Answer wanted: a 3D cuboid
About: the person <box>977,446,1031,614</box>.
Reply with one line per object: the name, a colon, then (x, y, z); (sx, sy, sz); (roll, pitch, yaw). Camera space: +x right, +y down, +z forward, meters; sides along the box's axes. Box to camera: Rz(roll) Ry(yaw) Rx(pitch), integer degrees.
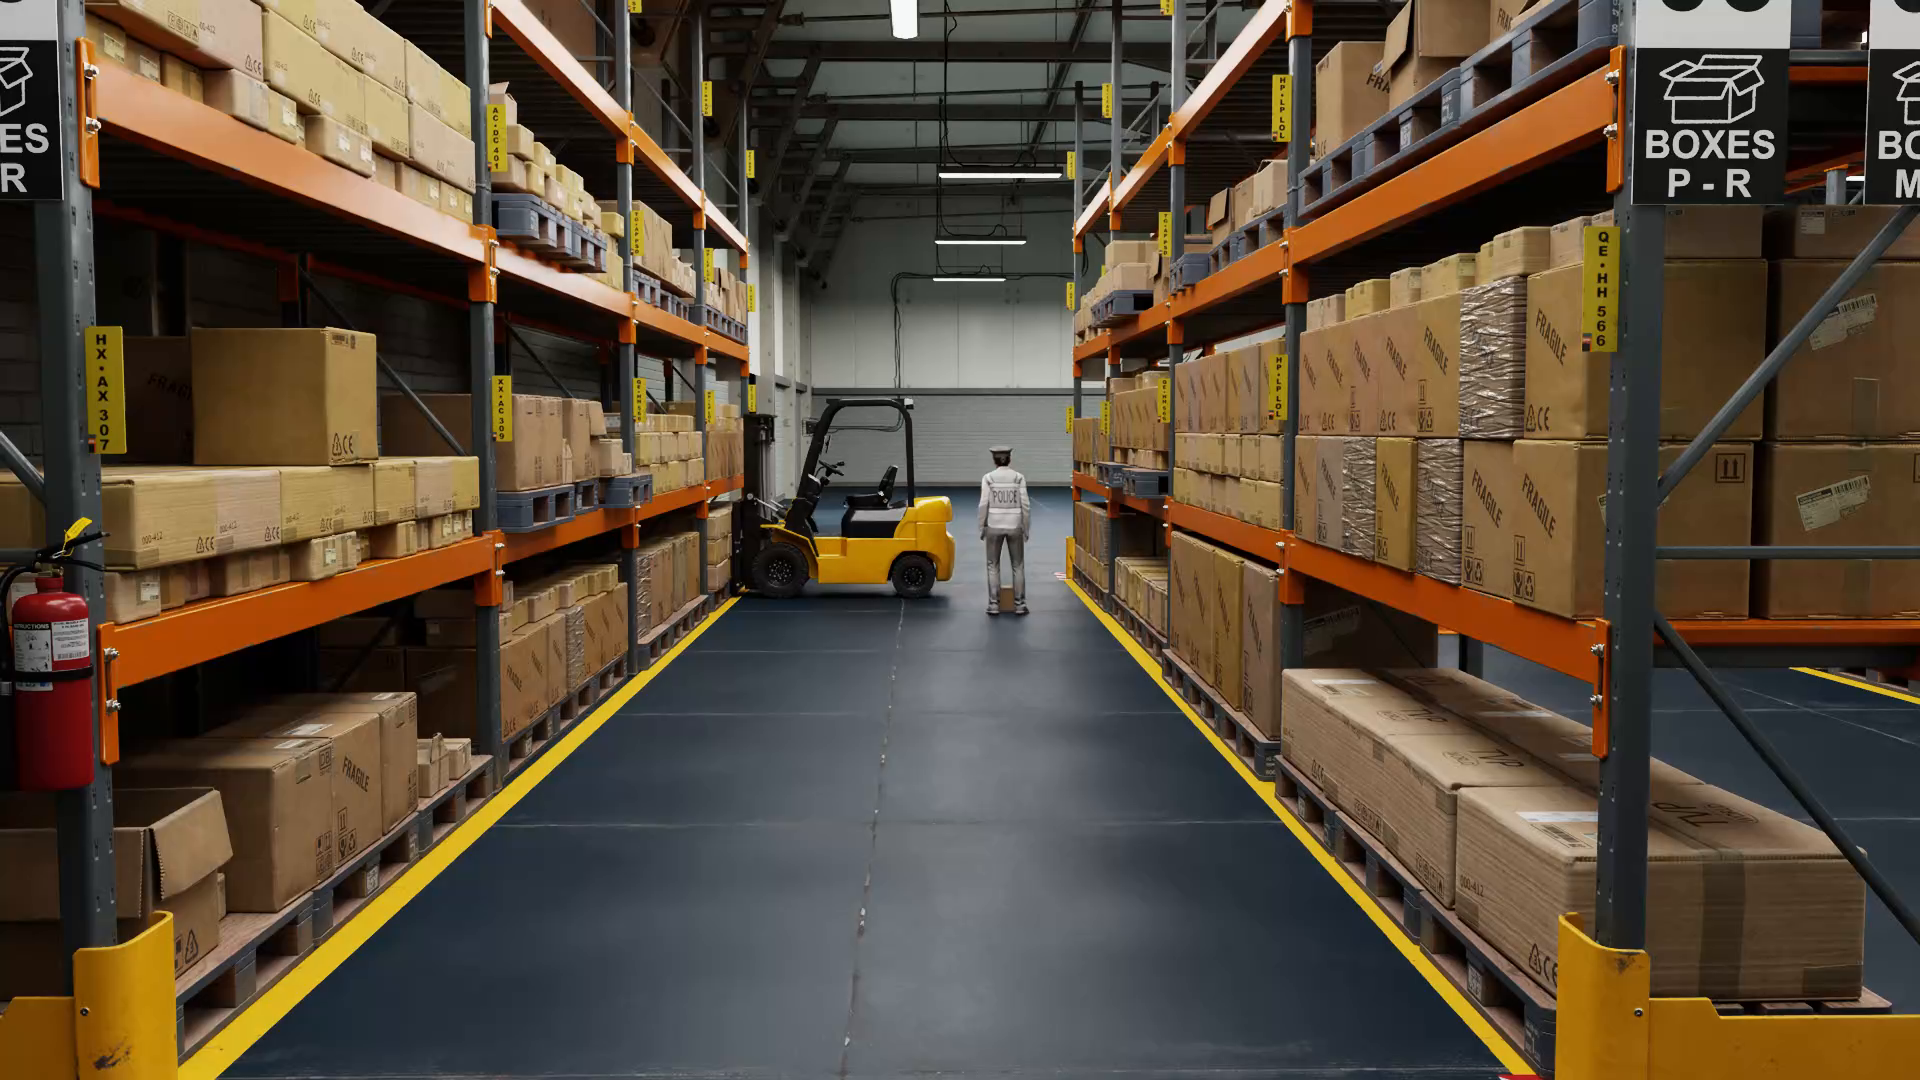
person: (0.433, -0.097, 16.419); (0.529, 1.661, 0.375); (0, 4, -4)
